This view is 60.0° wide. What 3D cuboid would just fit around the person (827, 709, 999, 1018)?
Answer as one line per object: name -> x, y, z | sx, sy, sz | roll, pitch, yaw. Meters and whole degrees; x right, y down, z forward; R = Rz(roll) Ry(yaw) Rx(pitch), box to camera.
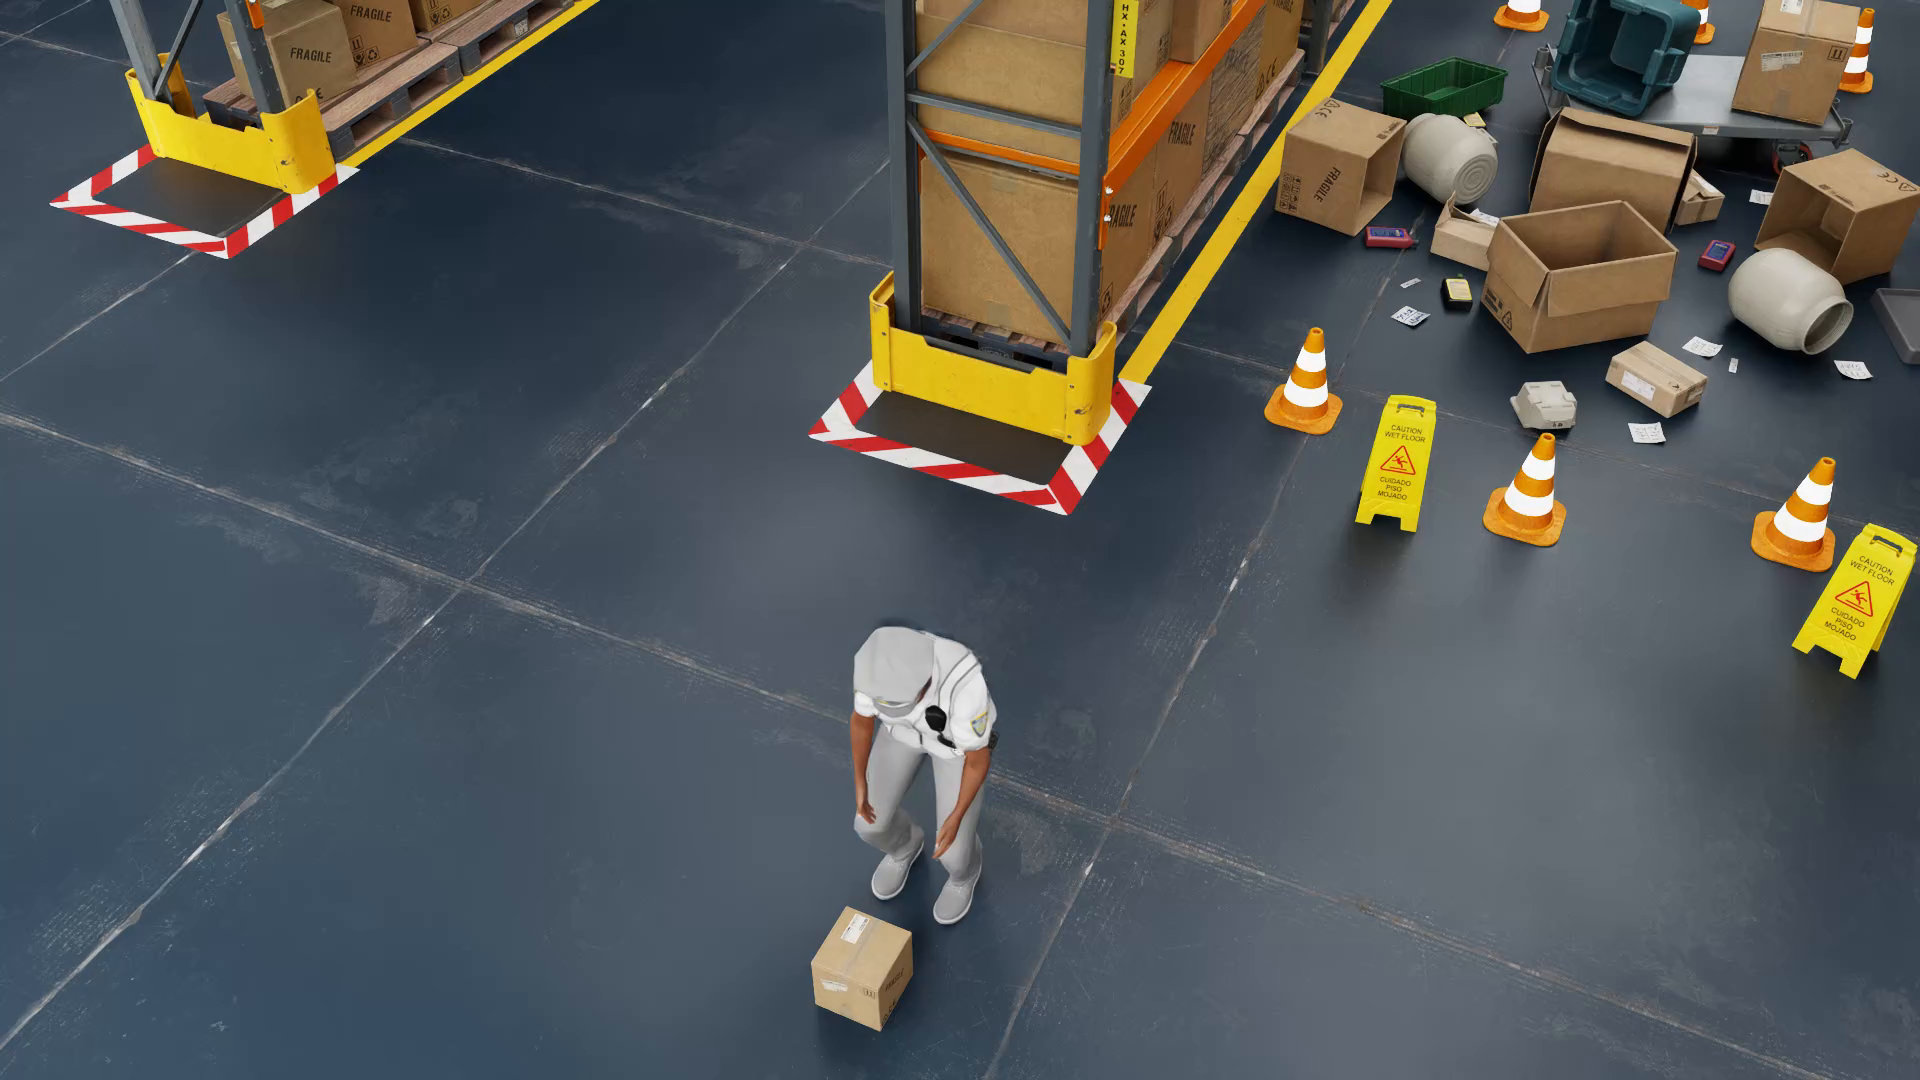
person -> -0.185, 1.078, 5.669 | 0.461, 0.785, 0.926 | 16, 45, 17
